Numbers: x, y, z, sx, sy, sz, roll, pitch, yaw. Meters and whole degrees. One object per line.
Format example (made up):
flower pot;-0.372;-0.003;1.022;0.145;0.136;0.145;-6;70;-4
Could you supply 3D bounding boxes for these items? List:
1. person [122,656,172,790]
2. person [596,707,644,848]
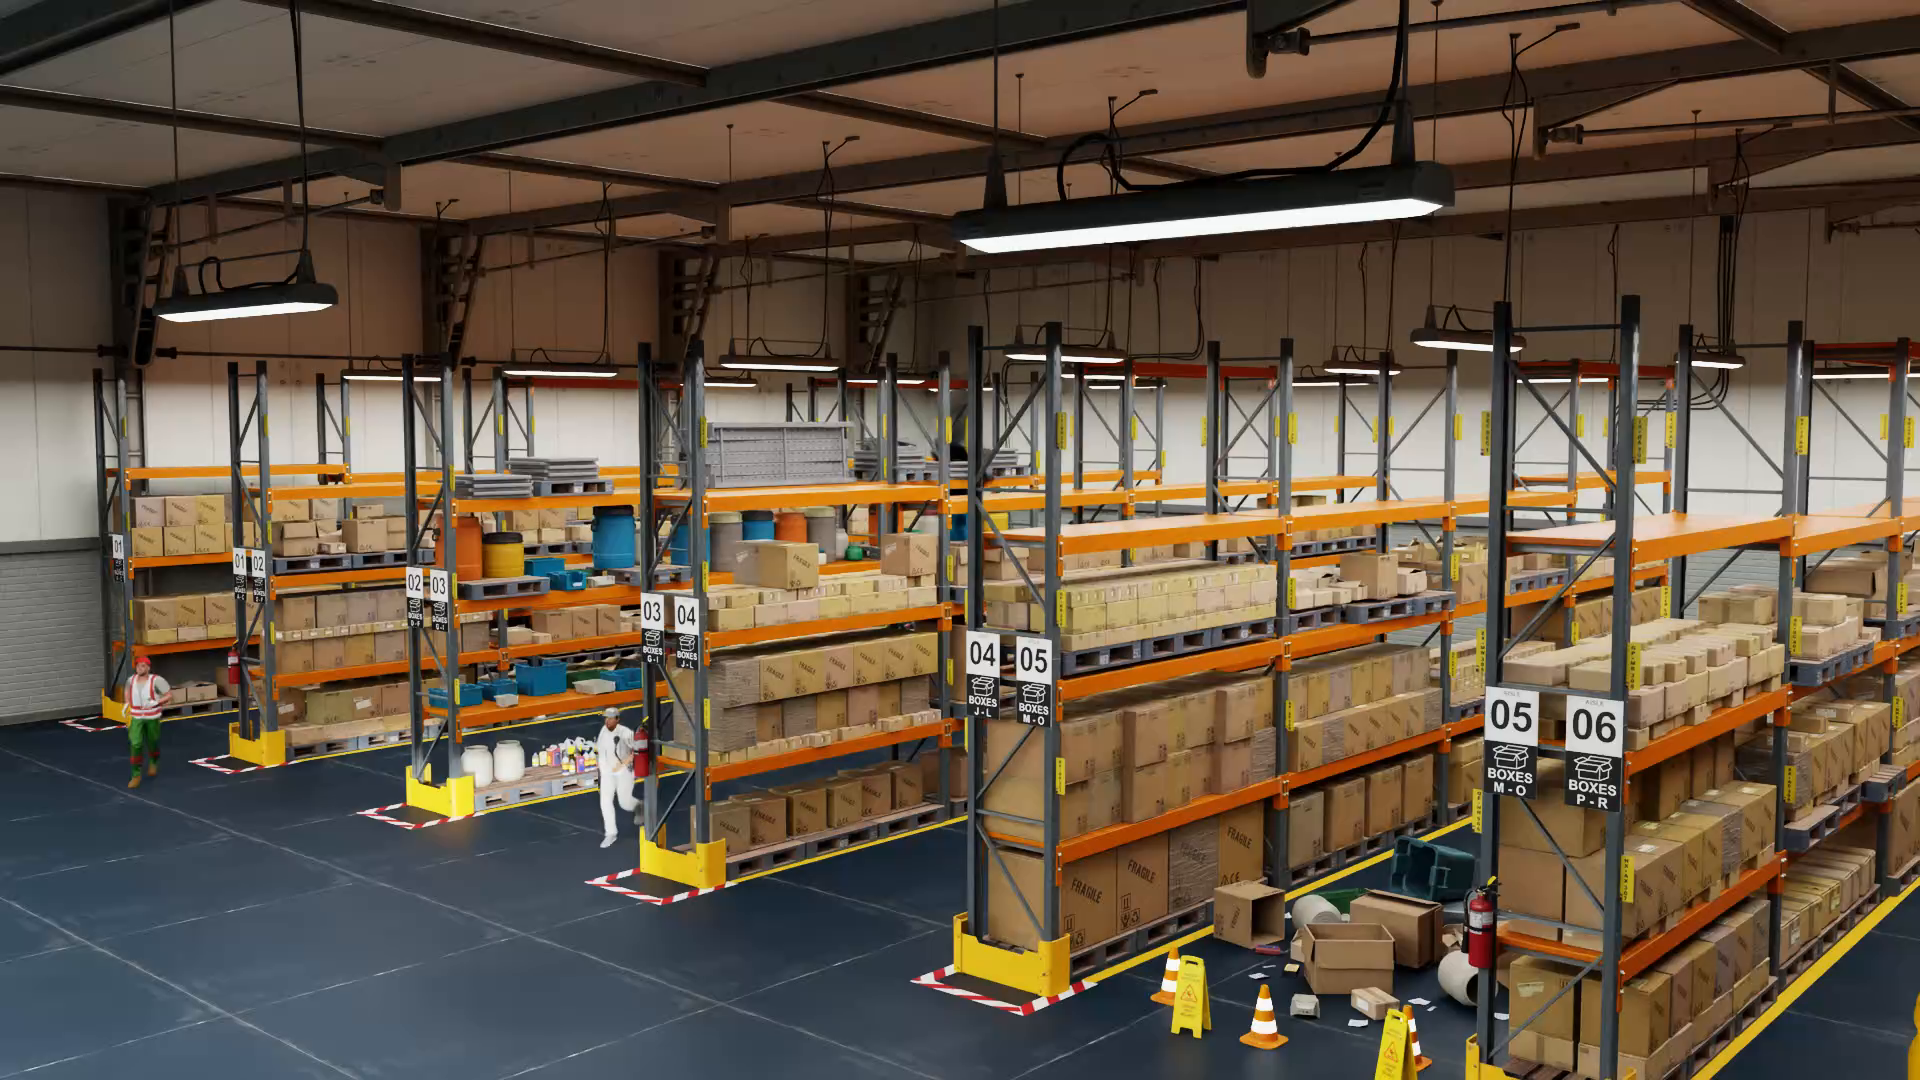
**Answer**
person;-11.469;2.527;23.488;0.662;1.809;0.909;-1;4;-14
person;-4.177;2.859;20.371;0.630;1.662;0.895;2;5;23
